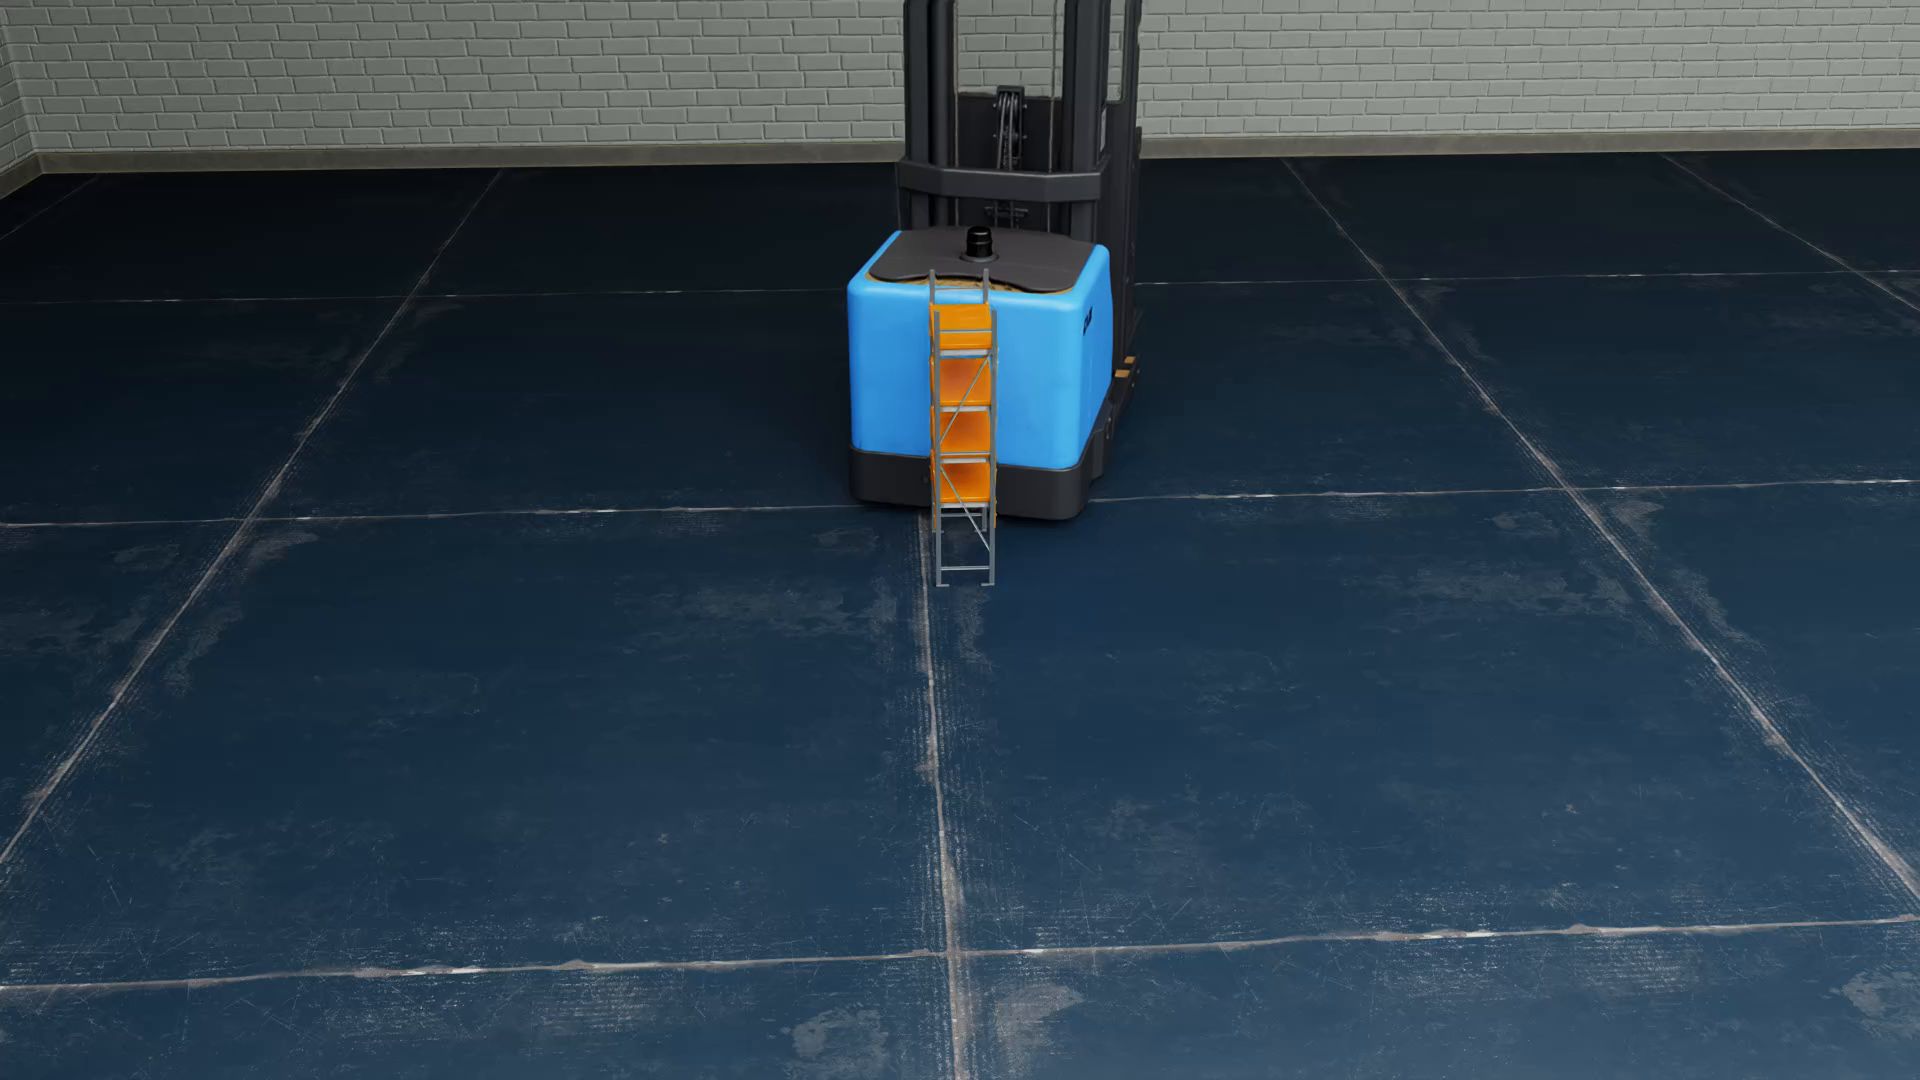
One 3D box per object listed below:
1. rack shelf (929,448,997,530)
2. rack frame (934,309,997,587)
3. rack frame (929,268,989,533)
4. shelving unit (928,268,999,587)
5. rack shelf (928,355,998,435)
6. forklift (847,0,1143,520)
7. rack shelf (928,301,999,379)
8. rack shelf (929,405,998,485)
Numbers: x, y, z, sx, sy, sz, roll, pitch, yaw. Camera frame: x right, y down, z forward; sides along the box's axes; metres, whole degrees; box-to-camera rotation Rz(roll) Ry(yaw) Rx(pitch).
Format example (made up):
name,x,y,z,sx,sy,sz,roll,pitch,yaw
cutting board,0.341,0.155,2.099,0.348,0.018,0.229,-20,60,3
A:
name,x,y,z,sx,sy,sz,roll,pitch,yaw
rack shelf,0.009,-0.220,6.949,0.258,0.148,0.480,-1,28,-3
rack frame,0.021,-0.343,6.610,0.240,1.200,0.015,-1,28,-3
rack frame,-0.004,-0.568,7.042,0.240,1.200,0.015,-1,28,-3
shelving unit,0.009,-0.456,6.826,0.258,1.200,0.503,-1,28,-3
rack shelf,0.009,-0.594,6.754,0.258,0.148,0.480,-1,28,-3
forklift,0.335,-2.049,8.010,1.130,2.935,3.031,6,28,12
rack shelf,0.009,-0.804,6.644,0.258,0.148,0.480,-1,28,-3
rack shelf,0.009,-0.396,6.857,0.258,0.148,0.480,-1,28,-3
